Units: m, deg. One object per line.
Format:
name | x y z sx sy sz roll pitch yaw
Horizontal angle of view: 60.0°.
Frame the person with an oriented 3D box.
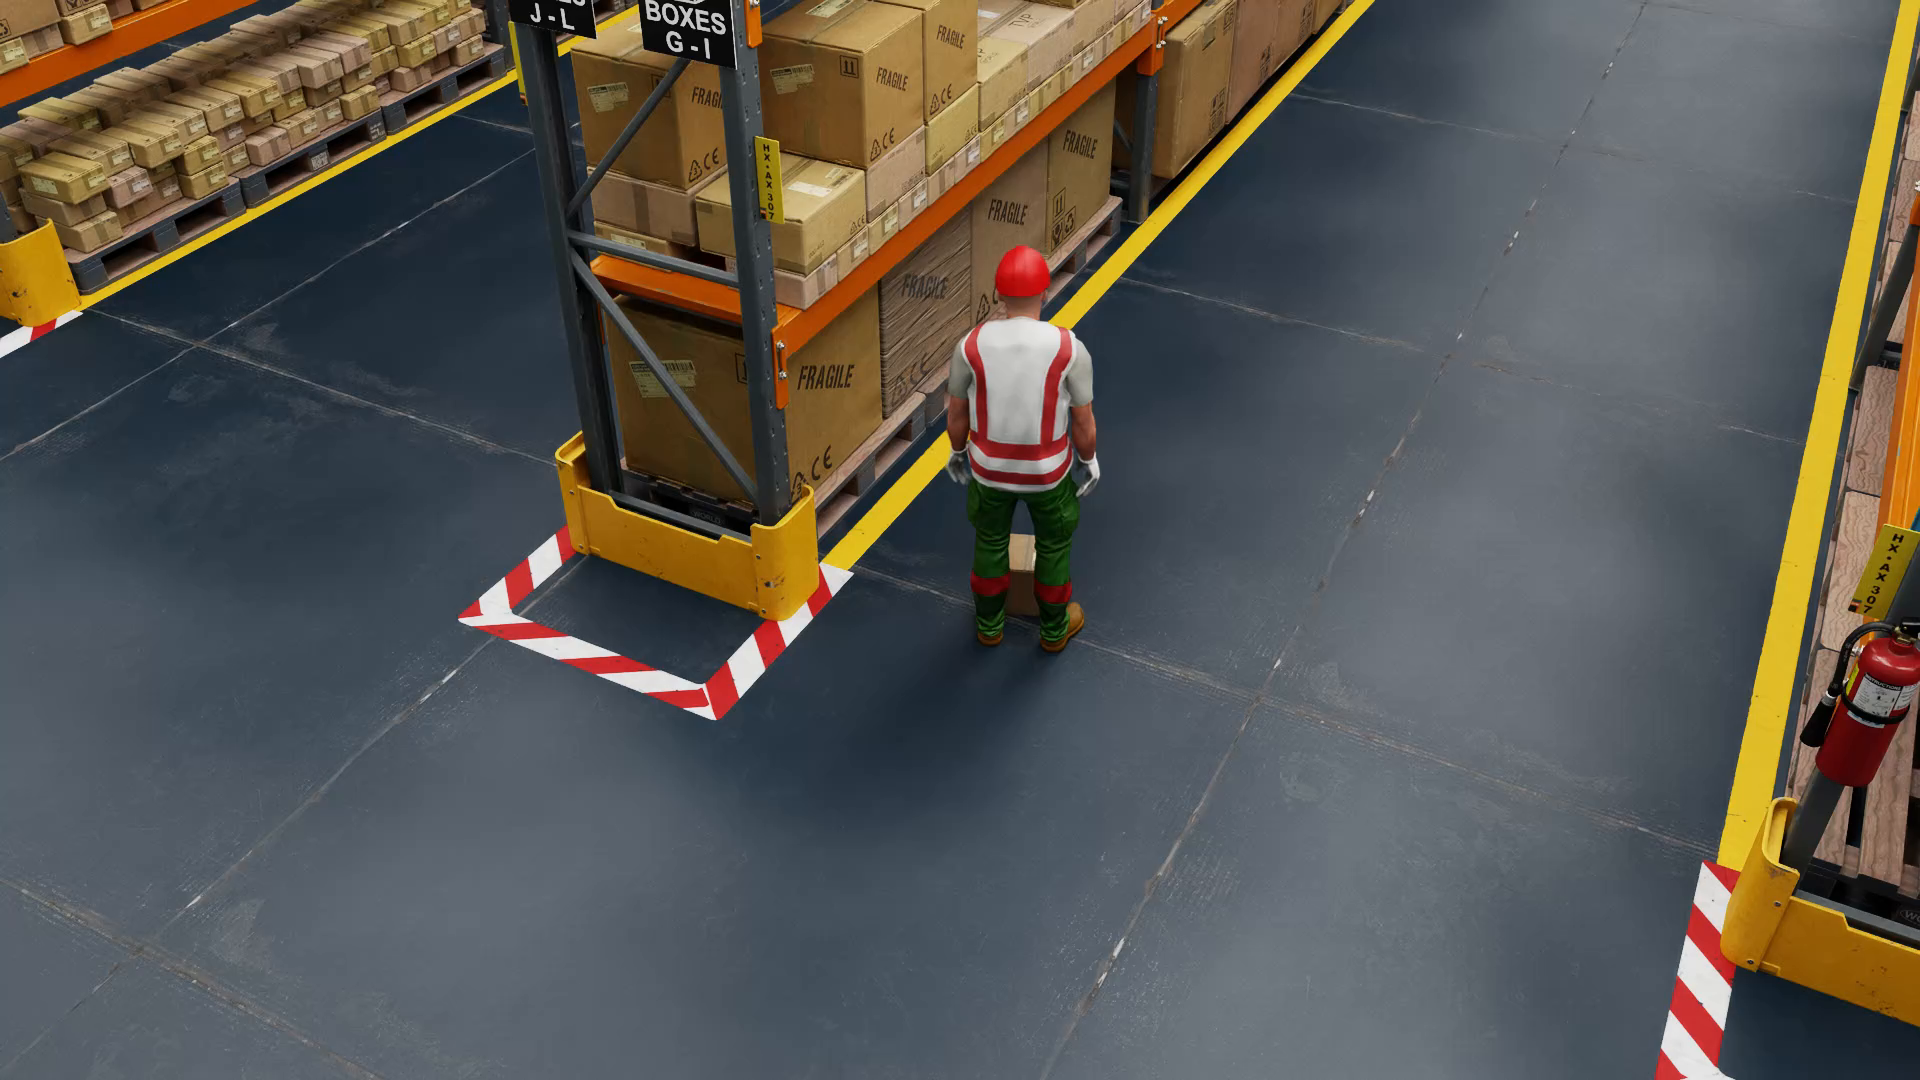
person | 0.247 -0.313 6.546 0.610 1.778 0.449 6 38 8
